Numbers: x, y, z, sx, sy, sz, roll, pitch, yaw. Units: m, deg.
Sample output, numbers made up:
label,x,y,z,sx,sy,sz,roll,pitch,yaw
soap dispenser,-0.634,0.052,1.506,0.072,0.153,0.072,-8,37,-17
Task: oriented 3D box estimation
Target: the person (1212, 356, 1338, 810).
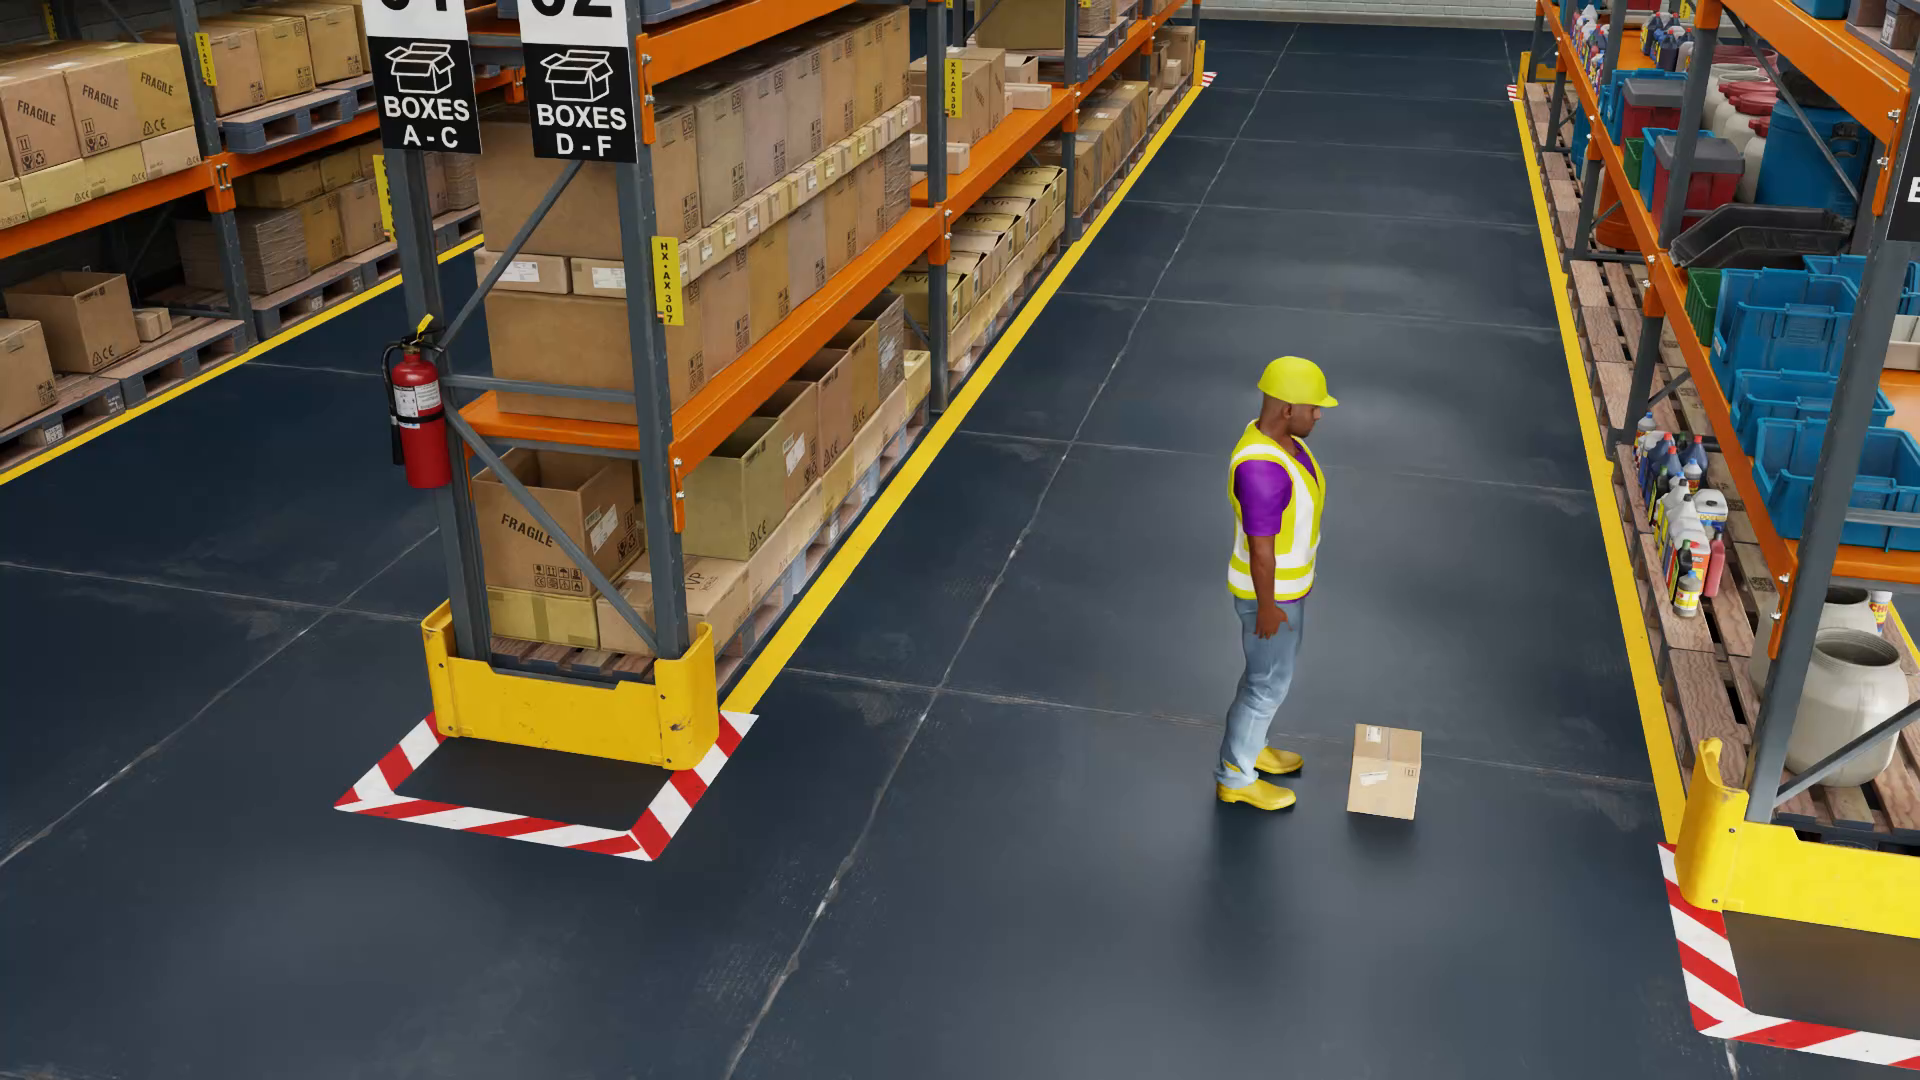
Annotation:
label,x,y,z,sx,sy,sz,roll,pitch,yaw
person,1.173,0.152,6.260,0.363,1.762,0.566,7,26,14
